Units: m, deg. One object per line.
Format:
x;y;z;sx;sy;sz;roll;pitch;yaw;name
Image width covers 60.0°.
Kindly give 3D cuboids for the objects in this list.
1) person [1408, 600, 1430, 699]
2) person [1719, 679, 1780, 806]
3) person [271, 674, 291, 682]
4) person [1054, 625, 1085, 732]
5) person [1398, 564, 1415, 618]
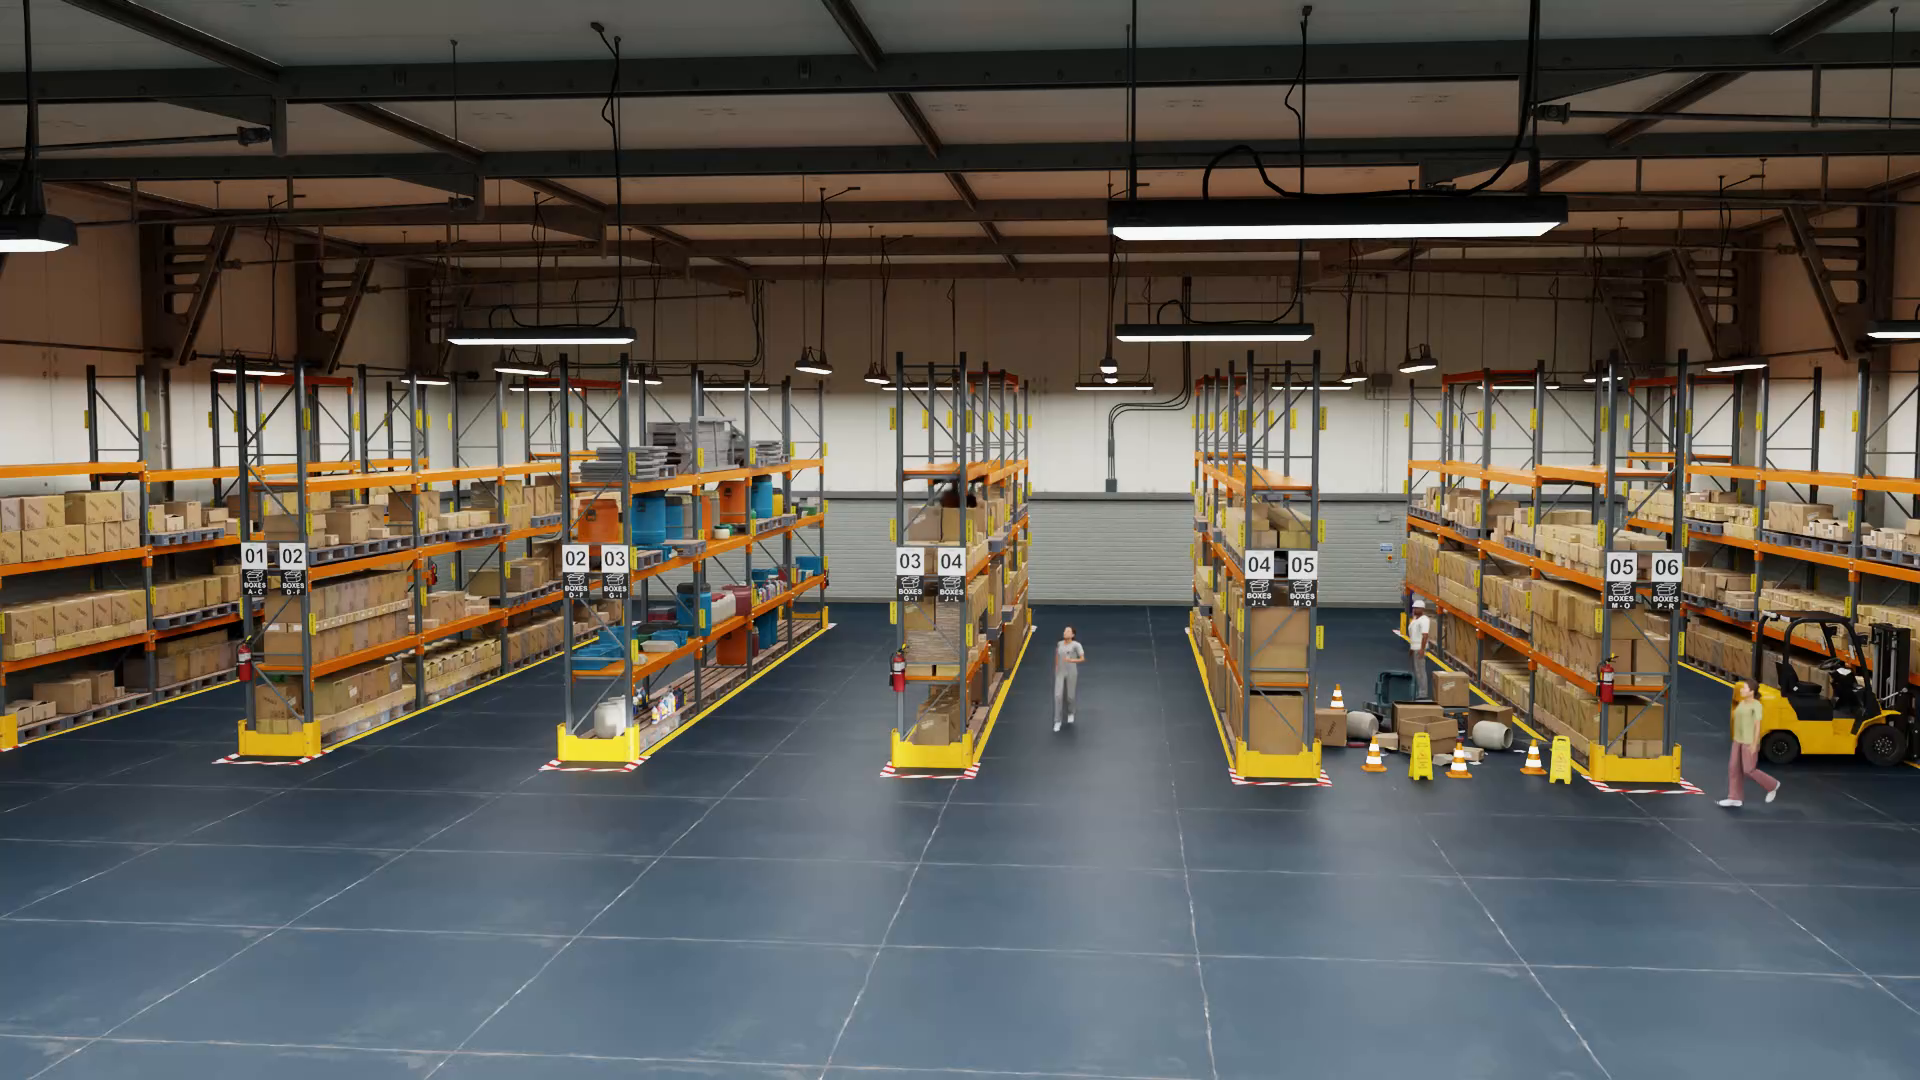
8.315;1.976;30.132;0.373;1.765;0.634;1;4;11;person
10.244;2.631;21.566;0.733;1.659;0.442;-1;4;-13;person
-11.508;2.114;28.316;0.650;1.825;0.578;-4;6;-43;person
1.789;2.246;27.202;0.515;1.693;0.830;1;4;10;person
11.340;1.193;42.078;0.487;1.676;0.480;-1;4;-11;person
